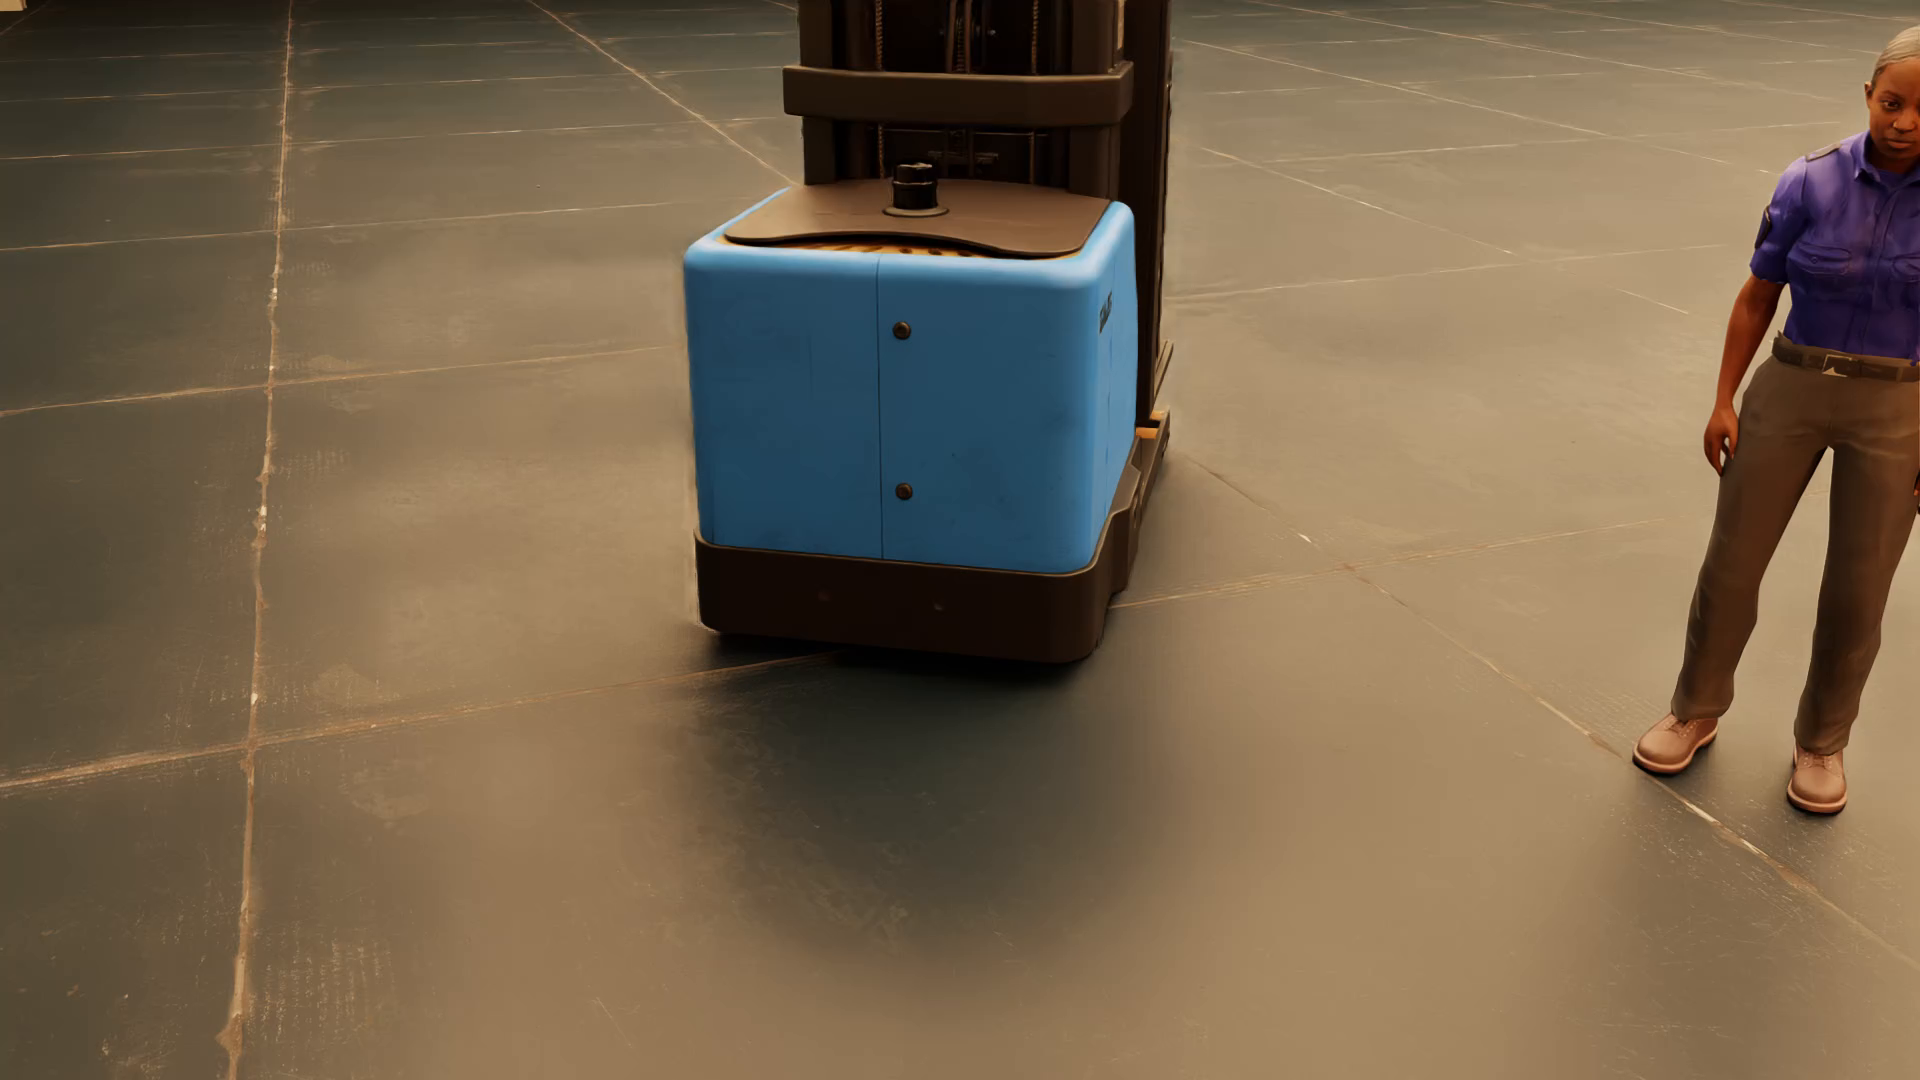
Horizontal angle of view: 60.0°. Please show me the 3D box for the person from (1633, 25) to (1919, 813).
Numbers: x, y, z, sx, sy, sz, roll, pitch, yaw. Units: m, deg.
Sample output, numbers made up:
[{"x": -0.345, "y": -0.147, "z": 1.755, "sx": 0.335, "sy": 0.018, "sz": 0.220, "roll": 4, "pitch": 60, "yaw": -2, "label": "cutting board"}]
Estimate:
[{"x": 1.843, "y": -0.239, "z": 3.517, "sx": 0.511, "sy": 1.653, "sz": 0.351, "roll": 14, "pitch": 27, "yaw": 30, "label": "person"}]

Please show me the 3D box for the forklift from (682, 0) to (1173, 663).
[{"x": 0.117, "y": -1.584, "z": 5.066, "sx": 1.130, "sy": 2.935, "sz": 3.031, "roll": 5, "pitch": 23, "yaw": 11, "label": "forklift"}]
